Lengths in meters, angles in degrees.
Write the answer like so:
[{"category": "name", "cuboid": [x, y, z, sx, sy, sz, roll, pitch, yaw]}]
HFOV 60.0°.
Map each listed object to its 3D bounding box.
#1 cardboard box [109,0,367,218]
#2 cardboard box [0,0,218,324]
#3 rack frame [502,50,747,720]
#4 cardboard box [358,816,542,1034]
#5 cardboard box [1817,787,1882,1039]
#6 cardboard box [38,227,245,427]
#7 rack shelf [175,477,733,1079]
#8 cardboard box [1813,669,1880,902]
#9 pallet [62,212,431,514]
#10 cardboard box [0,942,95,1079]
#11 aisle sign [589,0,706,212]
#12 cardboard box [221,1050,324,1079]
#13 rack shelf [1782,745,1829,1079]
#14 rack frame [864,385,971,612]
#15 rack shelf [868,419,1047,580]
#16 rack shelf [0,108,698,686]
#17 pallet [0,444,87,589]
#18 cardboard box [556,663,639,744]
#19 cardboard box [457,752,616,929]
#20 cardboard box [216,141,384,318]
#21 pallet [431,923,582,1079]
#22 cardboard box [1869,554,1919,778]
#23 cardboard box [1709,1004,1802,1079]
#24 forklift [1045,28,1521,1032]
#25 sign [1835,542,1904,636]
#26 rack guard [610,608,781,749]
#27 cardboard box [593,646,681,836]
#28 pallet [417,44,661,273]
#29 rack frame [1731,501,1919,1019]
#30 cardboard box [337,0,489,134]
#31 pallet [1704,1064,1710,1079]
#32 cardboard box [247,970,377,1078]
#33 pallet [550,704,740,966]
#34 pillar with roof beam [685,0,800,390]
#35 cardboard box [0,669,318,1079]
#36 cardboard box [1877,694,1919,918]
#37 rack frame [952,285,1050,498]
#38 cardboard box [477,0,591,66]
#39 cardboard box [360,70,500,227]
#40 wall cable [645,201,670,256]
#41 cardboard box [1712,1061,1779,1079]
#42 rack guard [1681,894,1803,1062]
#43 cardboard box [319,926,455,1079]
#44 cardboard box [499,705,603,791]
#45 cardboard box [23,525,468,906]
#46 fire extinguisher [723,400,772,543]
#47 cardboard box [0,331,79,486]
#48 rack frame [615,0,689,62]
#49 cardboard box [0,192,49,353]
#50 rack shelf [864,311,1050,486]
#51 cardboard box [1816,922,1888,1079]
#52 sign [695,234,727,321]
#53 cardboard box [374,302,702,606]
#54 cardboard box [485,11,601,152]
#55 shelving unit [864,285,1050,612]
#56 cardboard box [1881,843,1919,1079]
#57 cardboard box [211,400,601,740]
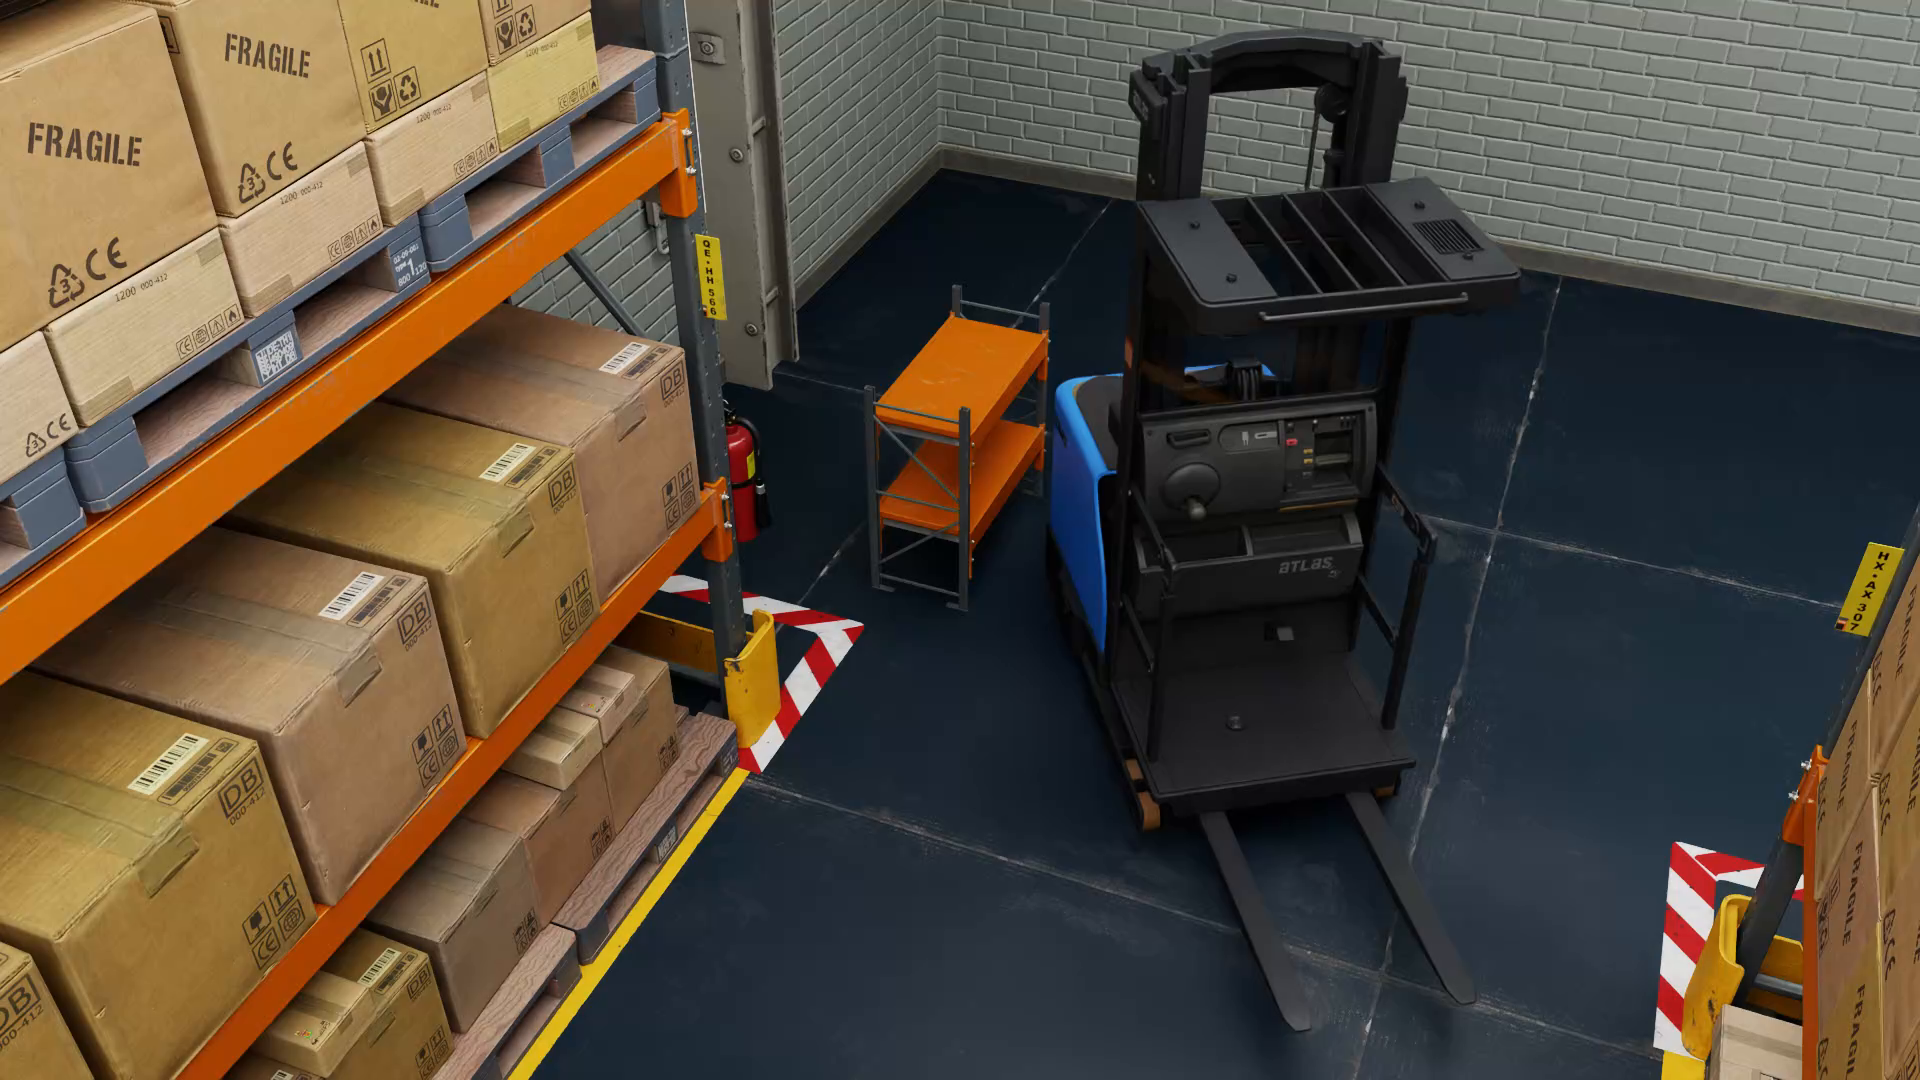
[{"category": "cardboard box", "cuboid": [-1.804, -1.124, 3.909, 0.500, 0.500, 0.500, 12, 38, 16]}, {"category": "cardboard box", "cuboid": [-2.005, -0.834, 3.521, 0.500, 0.500, 0.500, 14, 39, 18]}, {"category": "rack frame", "cuboid": [-1.387, -0.507, 6.524, 1.000, 3.000, 0.127, 14, 39, 18]}, {"category": "cardboard box", "cuboid": [-1.942, 1.292, 5.854, 0.700, 0.500, 0.500, 13, 39, 16]}, {"category": "cardboard box", "cuboid": [2.592, 1.052, 4.355, 0.500, 0.500, 0.500, 13, 39, 17]}, {"category": "cardboard box", "cuboid": [-2.007, -0.529, 3.739, 0.500, 0.250, 0.500, 13, 39, 17]}, {"category": "rack shelf", "cuboid": [-2.148, 0.889, 5.258, 1.077, 0.370, 4.000, 14, 39, 18]}, {"category": "cardboard box", "cuboid": [2.783, 0.765, 4.739, 0.500, 0.500, 0.500, 15, 39, 19]}, {"category": "pallet", "cuboid": [-2.122, -0.582, 4.193, 1.003, 0.211, 1.213, 14, 39, 18]}, {"category": "cardboard box", "cuboid": [-2.687, 1.291, 3.868, 0.980, 0.700, 0.700, 14, 39, 18]}, {"category": "aisle sign", "cuboid": [-1.082, -1.520, 5.708, 0.394, 0.787, 0.004, 14, 39, 18]}, {"category": "cardboard box", "cuboid": [-2.335, 1.873, 5.078, 0.700, 0.500, 0.500, 13, 39, 17]}, {"category": "rack shelf", "cuboid": [2.435, 2.015, 3.751, 1.077, 0.370, 4.000, 14, 39, 18]}, {"category": "rack frame", "cuboid": [-0.191, -0.173, 7.643, 0.500, 1.125, 0.032, 14, 39, 18]}, {"category": "rack shelf", "cuboid": [0.003, -0.258, 8.166, 0.538, 0.278, 1.000, 14, 39, 18]}, {"category": "rack shelf", "cuboid": [-2.148, -0.313, 4.360, 1.077, 0.370, 4.000, 14, 39, 18]}, {"category": "pallet", "cuboid": [-2.588, 0.091, 3.293, 1.003, 0.211, 1.213, 14, 39, 18]}, {"category": "cardboard box", "cuboid": [-1.441, 0.589, 6.253, 0.380, 0.149, 0.250, 13, 39, 17]}, {"category": "cardboard box", "cuboid": [-1.751, 1.014, 6.227, 0.700, 0.500, 0.500, 14, 39, 18]}, {"category": "cardboard box", "cuboid": [-1.810, -0.813, 4.119, 0.500, 0.250, 0.500, 13, 39, 16]}, {"category": "pallet", "cuboid": [-2.084, 1.744, 5.842, 1.003, 0.211, 1.213, 14, 39, 18]}, {"category": "cardboard box", "cuboid": [2.783, 0.365, 4.440, 0.500, 0.500, 0.500, 15, 39, 19]}, {"category": "cardboard box", "cuboid": [2.719, 1.739, 5.534, 0.380, 0.149, 0.250, 14, 39, 18]}, {"category": "forklift", "cuboid": [1.195, -0.232, 6.214, 1.130, 2.935, 3.031, -7, 37, -9]}, {"category": "sign", "cuboid": [2.694, 0.149, 4.923, 0.100, 0.325, 0.005, 14, 39, 18]}, {"category": "rack guard", "cuboid": [-1.378, 0.481, 7.290, 1.175, 0.500, 0.348, 14, 39, 18]}, {"category": "cardboard box", "cuboid": [-1.561, 0.736, 6.598, 0.700, 0.500, 0.500, 14, 39, 18]}, {"category": "pallet", "cuboid": [-1.659, -1.260, 5.100, 1.003, 0.211, 1.213, 14, 39, 18]}, {"category": "rack frame", "cuboid": [3.196, 0.619, 5.017, 1.000, 3.000, 0.127, 14, 39, 18]}, {"category": "cardboard box", "cuboid": [-1.613, -1.415, 4.298, 0.500, 0.500, 0.500, 15, 39, 19]}, {"category": "pallet", "cuboid": [2.864, 2.220, 5.205, 1.003, 0.211, 1.213, 14, 39, 18]}, {"category": "cardboard box", "cuboid": [-2.032, 1.453, 5.097, 0.380, 0.149, 0.250, 13, 39, 16]}, {"category": "pallet", "cuboid": [-1.619, 1.071, 6.743, 1.003, 0.211, 1.213, 14, 39, 18]}, {"category": "pillar with roof beam", "cuboid": [2.822, -3.621, 5.680, 9.100, 9.000, 0.400, 14, 39, 18]}, {"category": "cardboard box", "cuboid": [-2.404, 0.888, 4.407, 0.980, 0.700, 0.700, 13, 39, 17]}, {"category": "cardboard box", "cuboid": [2.591, 0.656, 4.050, 0.500, 0.500, 0.500, 14, 39, 18]}, {"category": "rack frame", "cuboid": [0.196, -0.736, 8.396, 0.500, 1.125, 0.032, 14, 39, 18]}, {"category": "cardboard box", "cuboid": [-1.413, -1.690, 4.666, 0.500, 0.500, 0.500, 14, 39, 18]}, {"category": "cardboard box", "cuboid": [-1.617, -1.102, 4.506, 0.500, 0.250, 0.500, 12, 39, 16]}, {"category": "wall cable", "cuboid": [-1.774, -1.838, 7.457, 0.084, 1.984, 1.851, 14, 39, 18]}, {"category": "cardboard box", "cuboid": [2.623, 1.870, 5.343, 0.380, 0.166, 0.250, 14, 39, 18]}, {"category": "rack guard", "cuboid": [3.167, 1.663, 5.709, 1.175, 0.500, 0.348, 14, 39, 18]}, {"category": "cardboard box", "cuboid": [-2.138, 1.589, 5.457, 0.700, 0.500, 0.500, 15, 39, 19]}, {"category": "cardboard box", "cuboid": [-1.538, 0.731, 6.063, 0.380, 0.149, 0.250, 15, 39, 19]}, {"category": "cardboard box", "cuboid": [-2.137, 0.483, 4.949, 0.980, 0.700, 0.700, 12, 38, 16]}, {"category": "fire extinguisher", "cuboid": [-0.903, -0.305, 6.630, 0.296, 0.674, 0.183, 14, 39, 18]}, {"category": "cardboard box", "cuboid": [-2.195, -0.243, 3.357, 0.500, 0.250, 0.500, 13, 39, 17]}, {"category": "rack frame", "cuboid": [-1.387, -2.910, 4.728, 1.000, 3.000, 0.127, 14, 39, 18]}, {"category": "cardboard box", "cuboid": [-2.188, -0.559, 3.153, 0.500, 0.500, 0.500, 13, 39, 17]}, {"category": "rack shelf", "cuboid": [0.003, -0.689, 7.845, 0.538, 0.278, 1.000, 14, 39, 18]}, {"category": "cardboard box", "cuboid": [2.398, 1.329, 3.984, 0.500, 0.500, 0.500, 14, 39, 18]}, {"category": "sign", "cuboid": [-0.890, -0.934, 5.931, 0.100, 0.325, 0.005, 14, 39, 18]}, {"category": "cardboard box", "cuboid": [-1.572, -0.342, 6.054, 0.980, 0.700, 0.700, 16, 40, 20]}, {"category": "cardboard box", "cuboid": [-1.420, -1.391, 4.892, 0.500, 0.250, 0.500, 15, 39, 19]}, {"category": "shelving unit", "cuboid": [0.003, -0.454, 8.020, 0.538, 1.125, 1.048, 14, 39, 18]}, {"category": "cardboard box", "cuboid": [2.396, 0.932, 3.681, 0.500, 0.500, 0.500, 14, 39, 18]}, {"category": "cardboard box", "cuboid": [-1.838, 0.063, 5.511, 0.980, 0.700, 0.700, 14, 39, 17]}]
